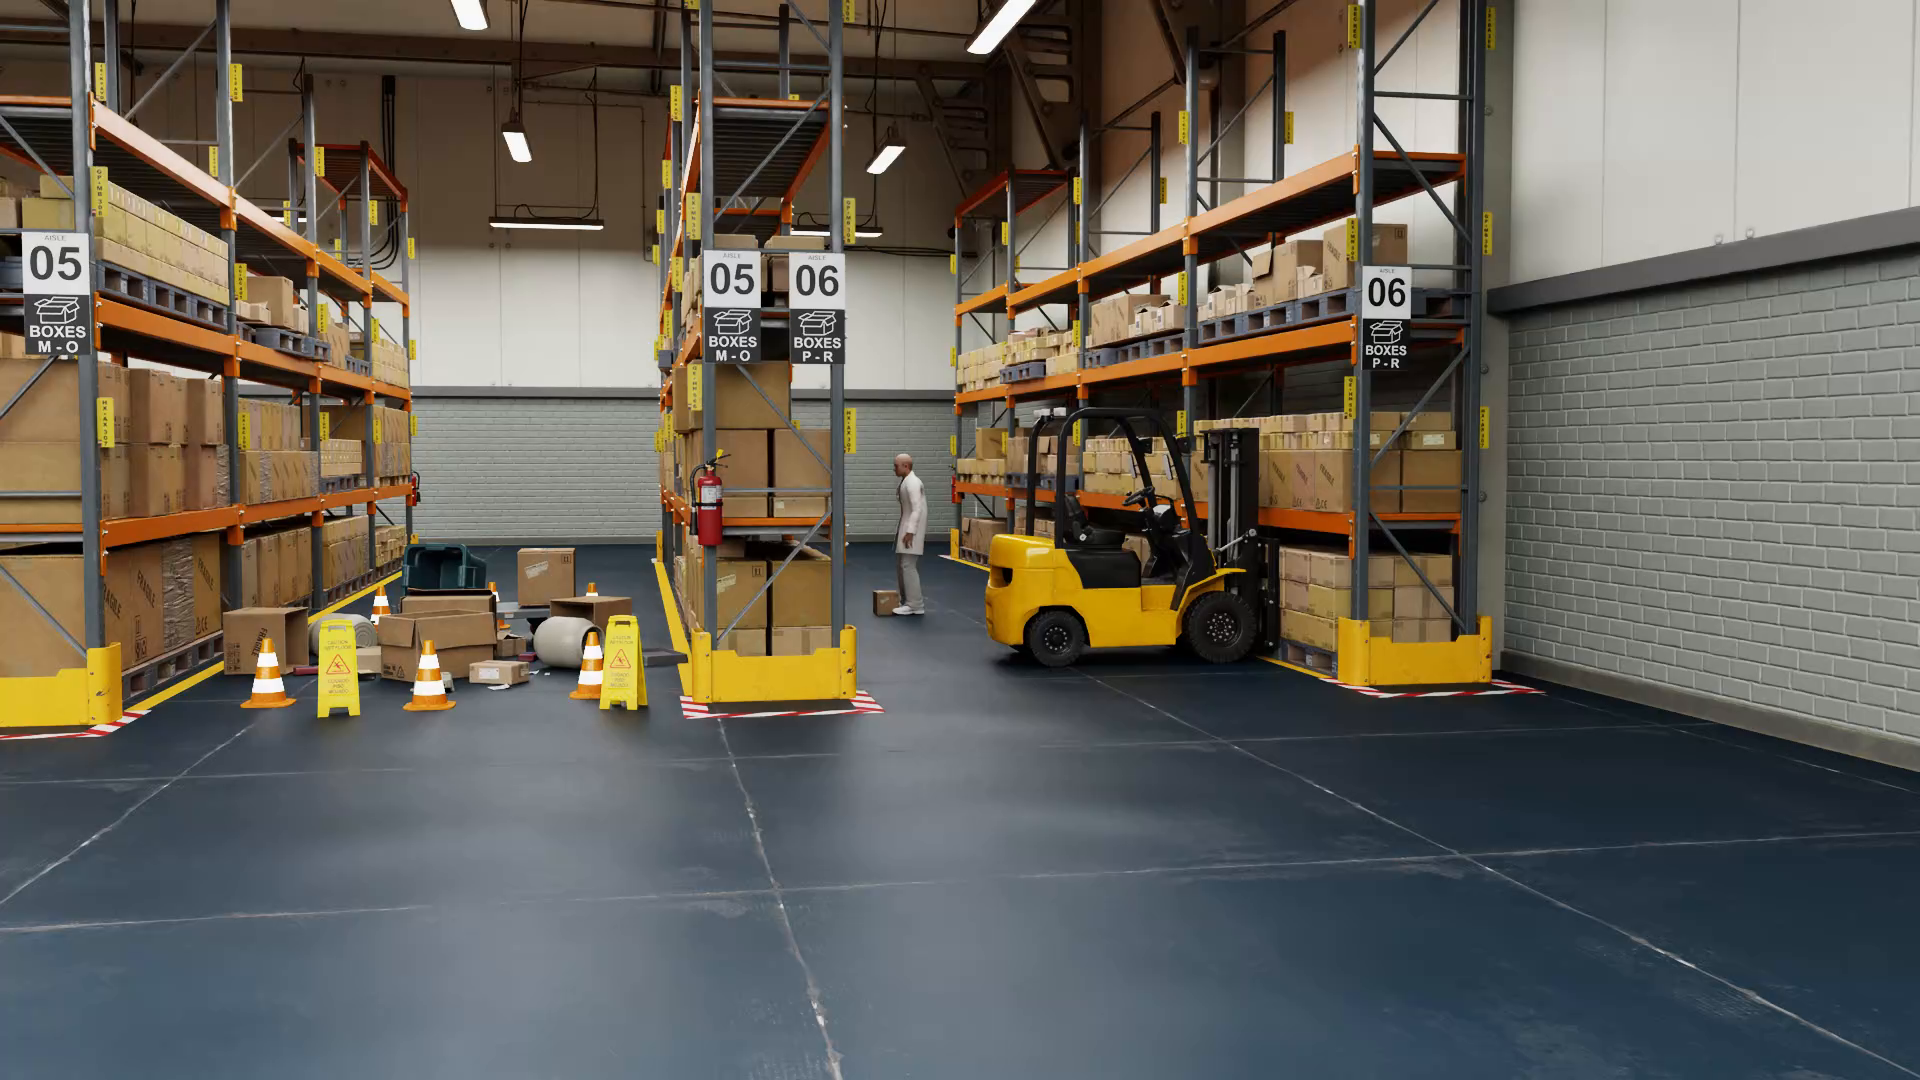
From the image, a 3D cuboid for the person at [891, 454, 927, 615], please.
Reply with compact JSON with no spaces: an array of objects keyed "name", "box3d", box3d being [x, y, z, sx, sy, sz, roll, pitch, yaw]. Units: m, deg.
[{"name":"person","box3d":[-0.580,-0.069,18.457,0.416,1.774,0.643,-1,3,-12]}]
